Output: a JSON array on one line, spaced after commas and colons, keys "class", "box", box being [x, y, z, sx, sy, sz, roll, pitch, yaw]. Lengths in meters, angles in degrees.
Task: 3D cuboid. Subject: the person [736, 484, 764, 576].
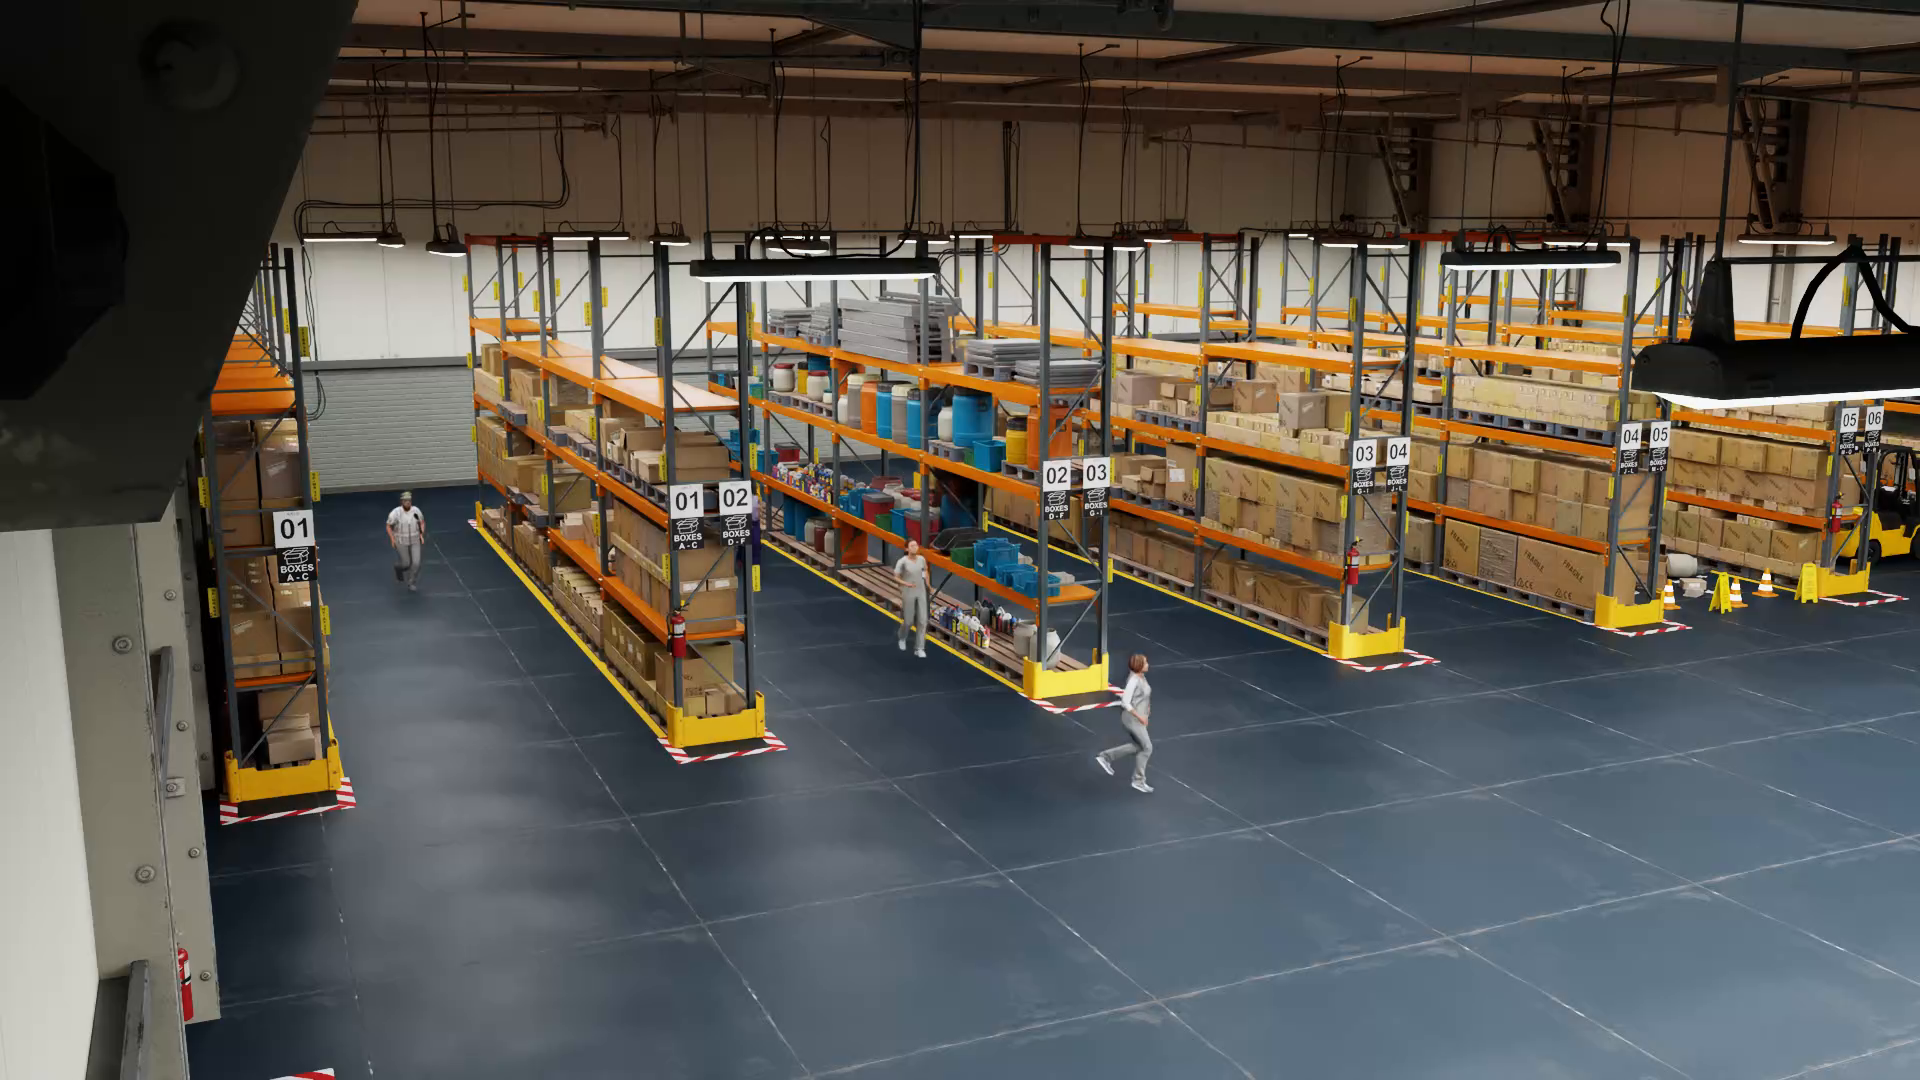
[{"class": "person", "box": [-3.789, -0.229, 29.865, 0.612, 1.634, 0.894, -6, 12, -27]}]

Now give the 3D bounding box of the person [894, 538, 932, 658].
[{"class": "person", "box": [-0.644, 0.783, 23.243, 0.575, 1.646, 0.740, -5, 12, -25]}]

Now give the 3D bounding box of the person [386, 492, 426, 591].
[{"class": "person", "box": [-9.509, 0.007, 28.603, 0.655, 1.730, 0.631, -7, 13, -33]}]

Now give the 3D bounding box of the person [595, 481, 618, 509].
[{"class": "person", "box": [-7.260, -1.070, 34.230, 0.674, 1.708, 0.700, -6, 12, -28]}]

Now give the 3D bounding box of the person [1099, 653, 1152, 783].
[{"class": "person", "box": [1.860, 1.983, 18.567, 0.595, 1.483, 0.555, 2, 11, 12]}]
